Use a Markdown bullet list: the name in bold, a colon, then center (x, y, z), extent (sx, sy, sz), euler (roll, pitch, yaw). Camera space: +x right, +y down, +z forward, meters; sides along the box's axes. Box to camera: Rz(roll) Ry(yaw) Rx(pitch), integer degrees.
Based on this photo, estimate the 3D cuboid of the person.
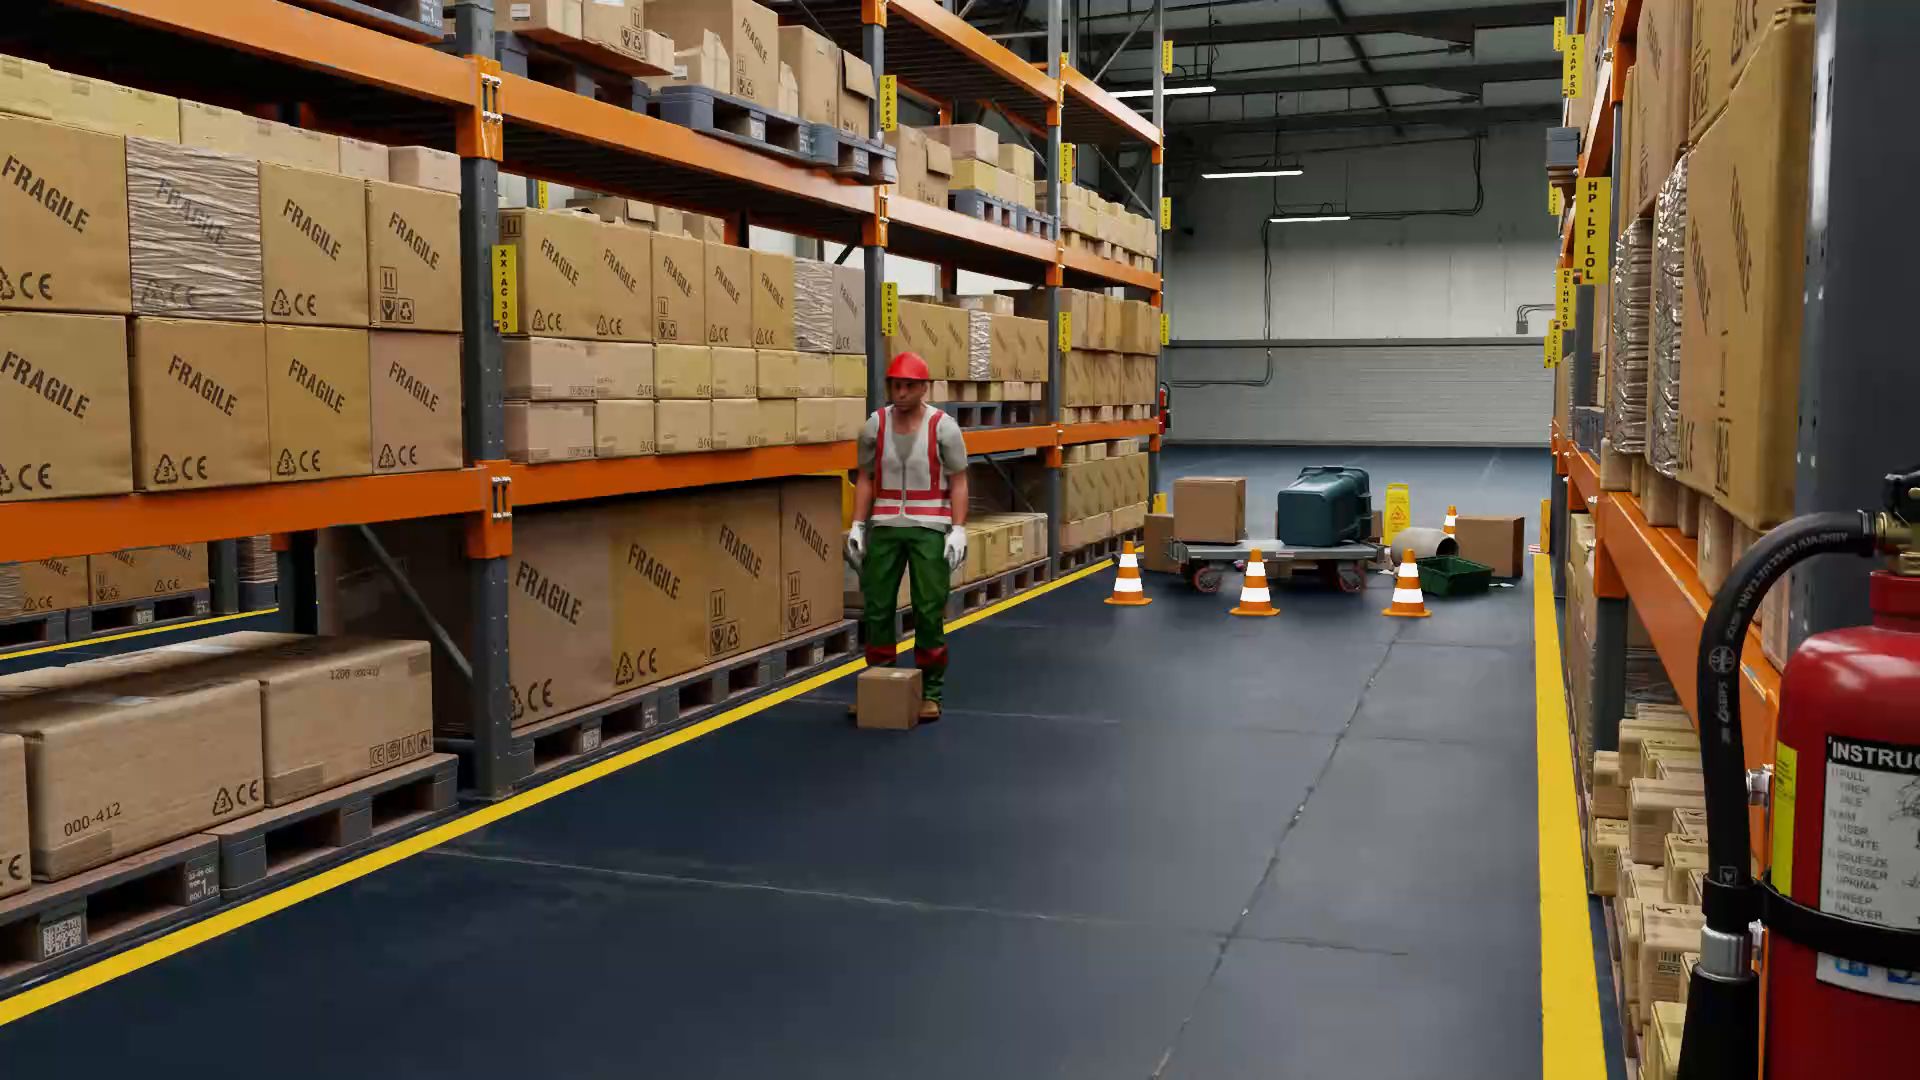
- **person**: center (-0.257, -0.021, 8.099), extent (0.609, 1.777, 0.453), euler (1, 5, 16)
